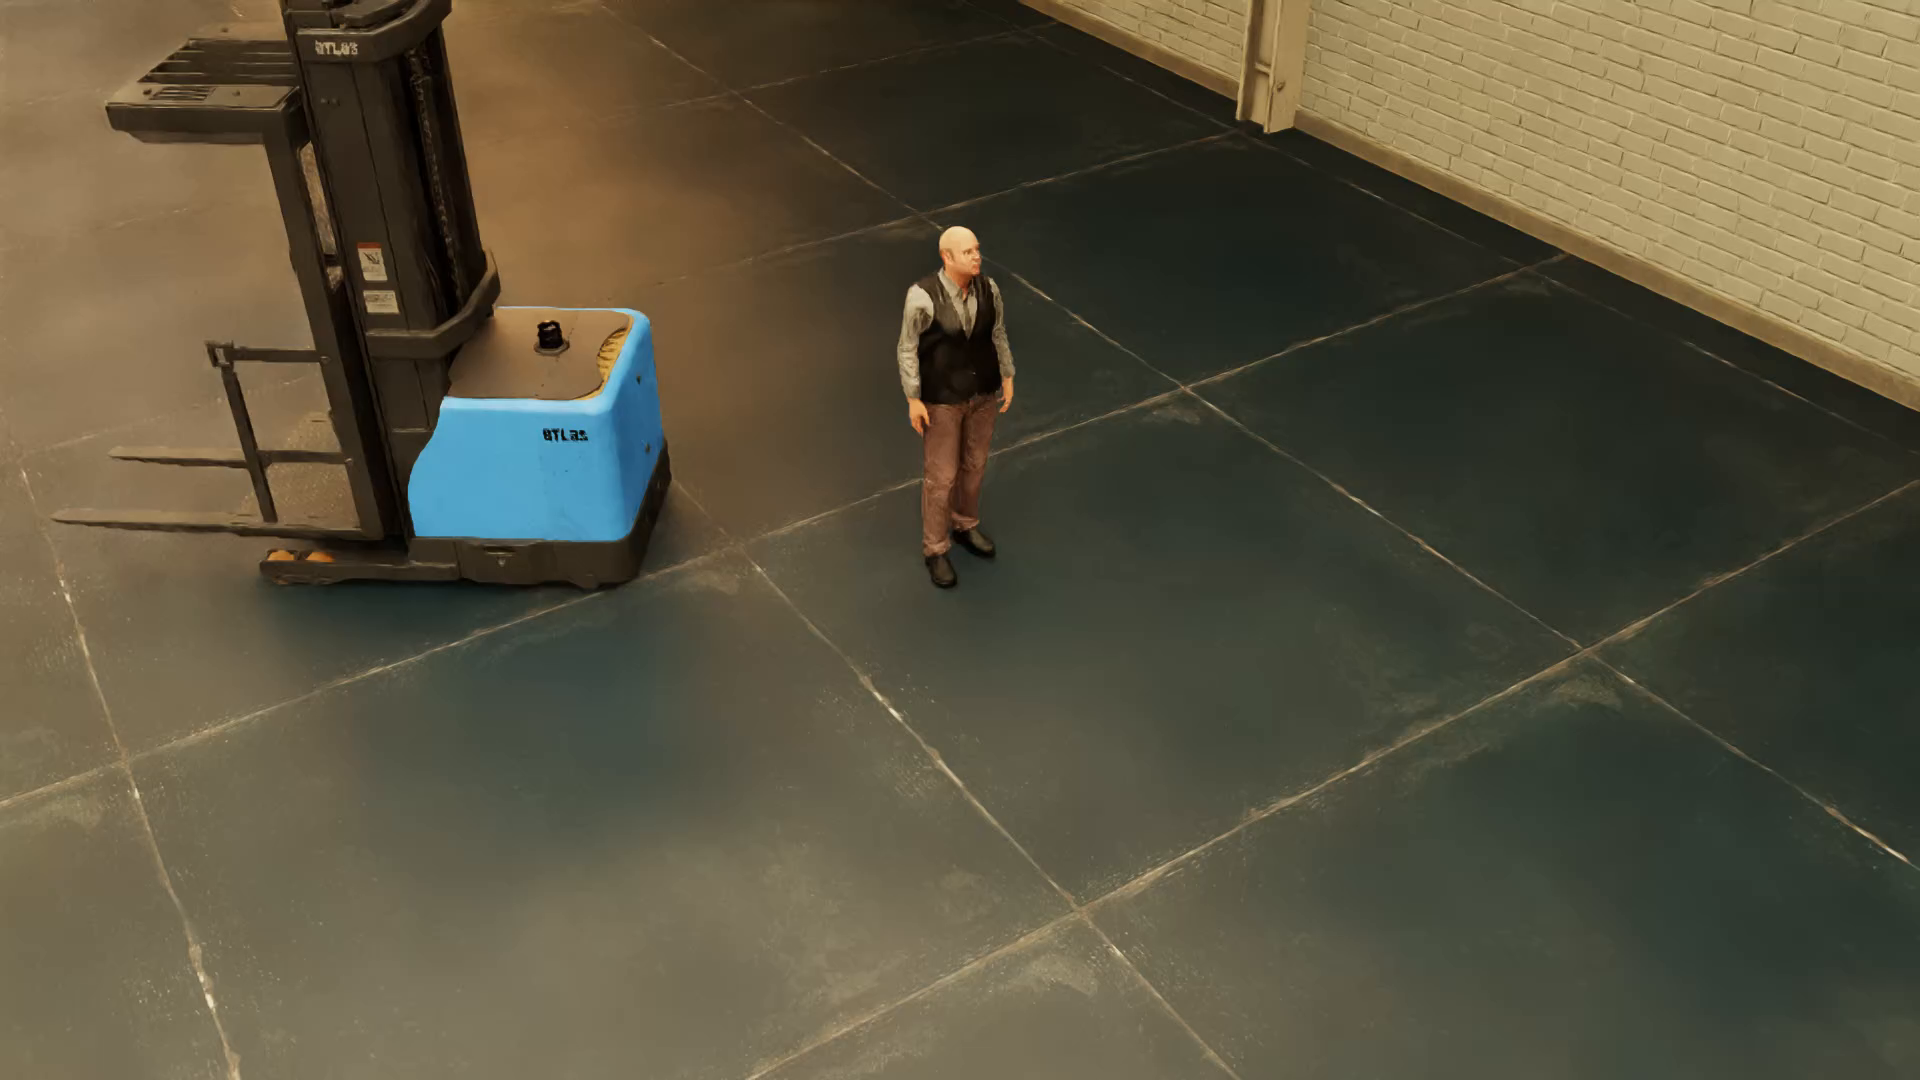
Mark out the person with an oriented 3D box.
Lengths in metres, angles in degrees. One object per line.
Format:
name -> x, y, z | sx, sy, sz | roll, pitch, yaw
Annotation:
person -> 0.027, -0.677, 8.152 | 0.632, 1.720, 0.567 | -21, 40, -27

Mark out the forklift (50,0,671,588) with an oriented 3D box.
forklift -> -3.106, -1.273, 7.959 | 3.031, 2.935, 1.130 | 2, 35, 2
